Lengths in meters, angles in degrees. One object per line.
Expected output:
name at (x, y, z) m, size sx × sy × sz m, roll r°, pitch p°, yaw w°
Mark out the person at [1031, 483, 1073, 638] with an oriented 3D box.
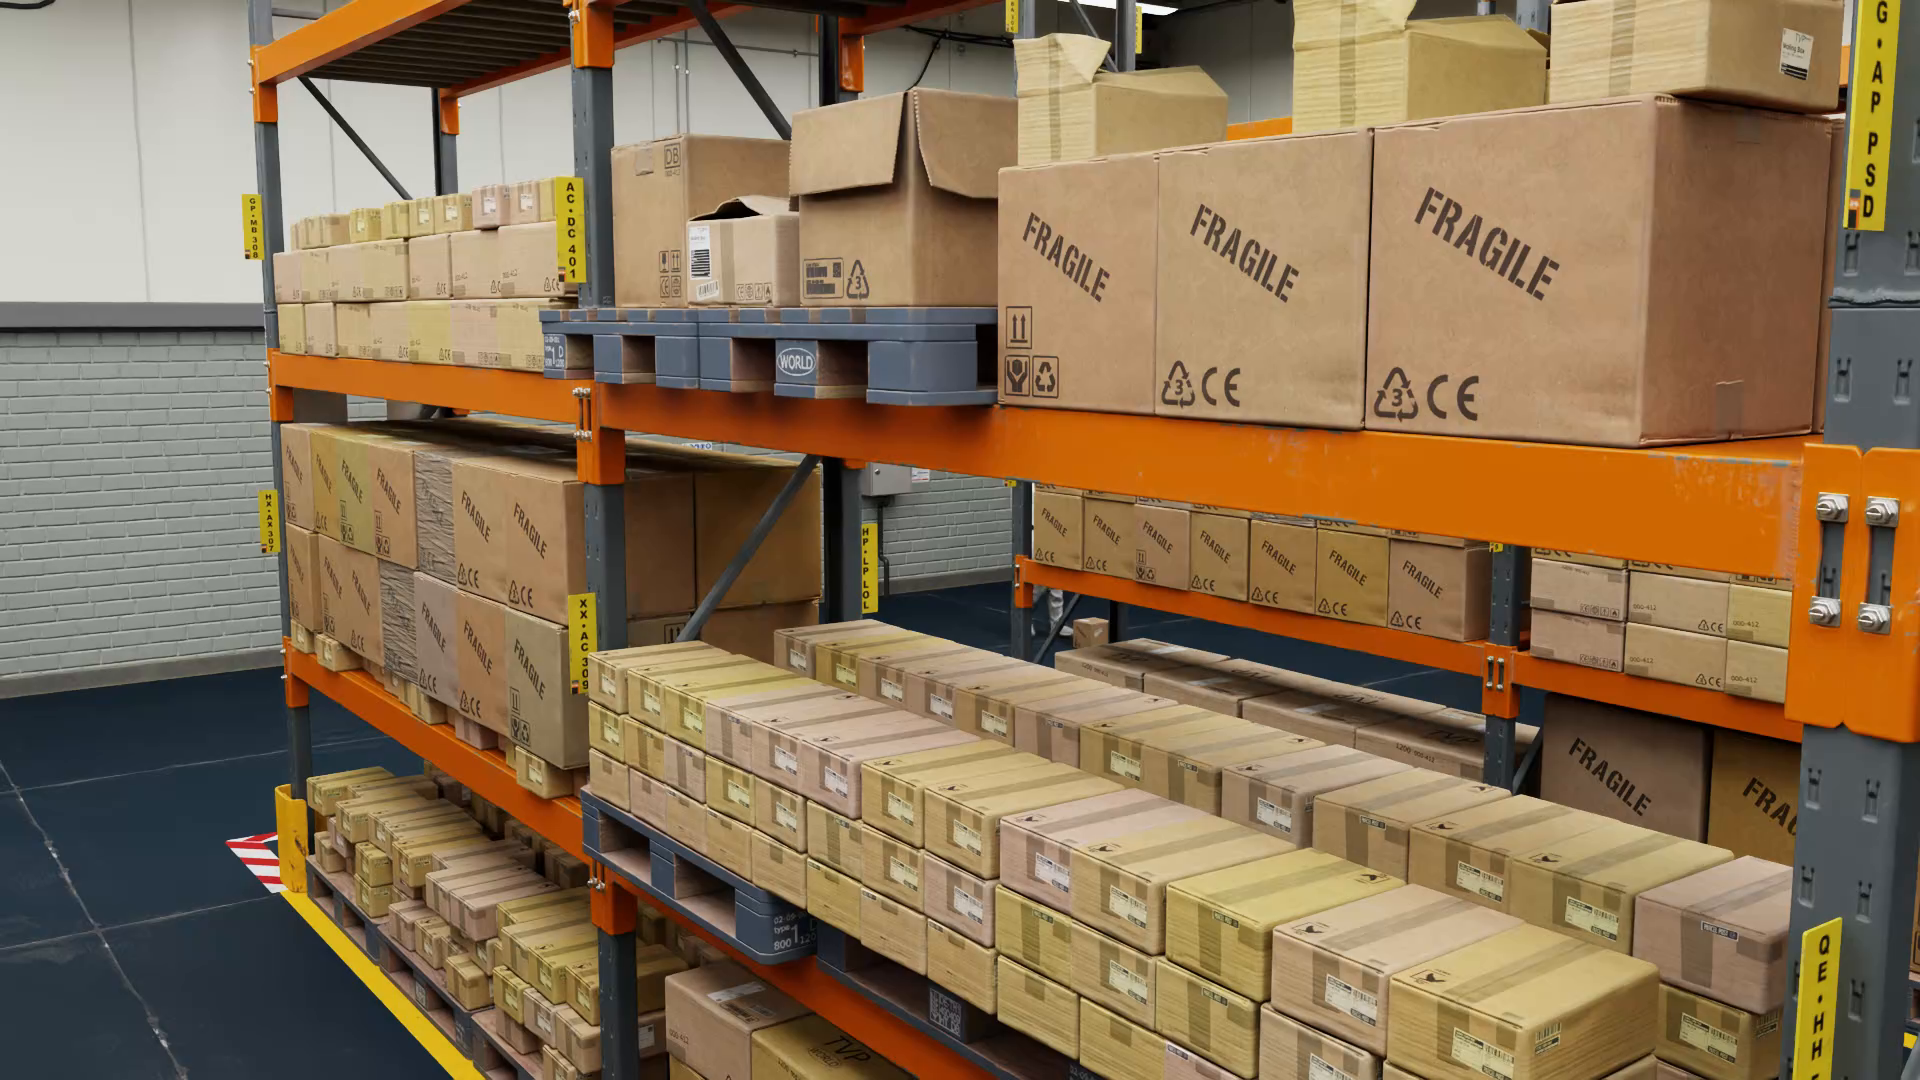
person at (0.837, 0.013, 15.498) m, size 0.572 × 1.781 × 0.580 m, roll 7°, pitch 10°, yaw 42°
